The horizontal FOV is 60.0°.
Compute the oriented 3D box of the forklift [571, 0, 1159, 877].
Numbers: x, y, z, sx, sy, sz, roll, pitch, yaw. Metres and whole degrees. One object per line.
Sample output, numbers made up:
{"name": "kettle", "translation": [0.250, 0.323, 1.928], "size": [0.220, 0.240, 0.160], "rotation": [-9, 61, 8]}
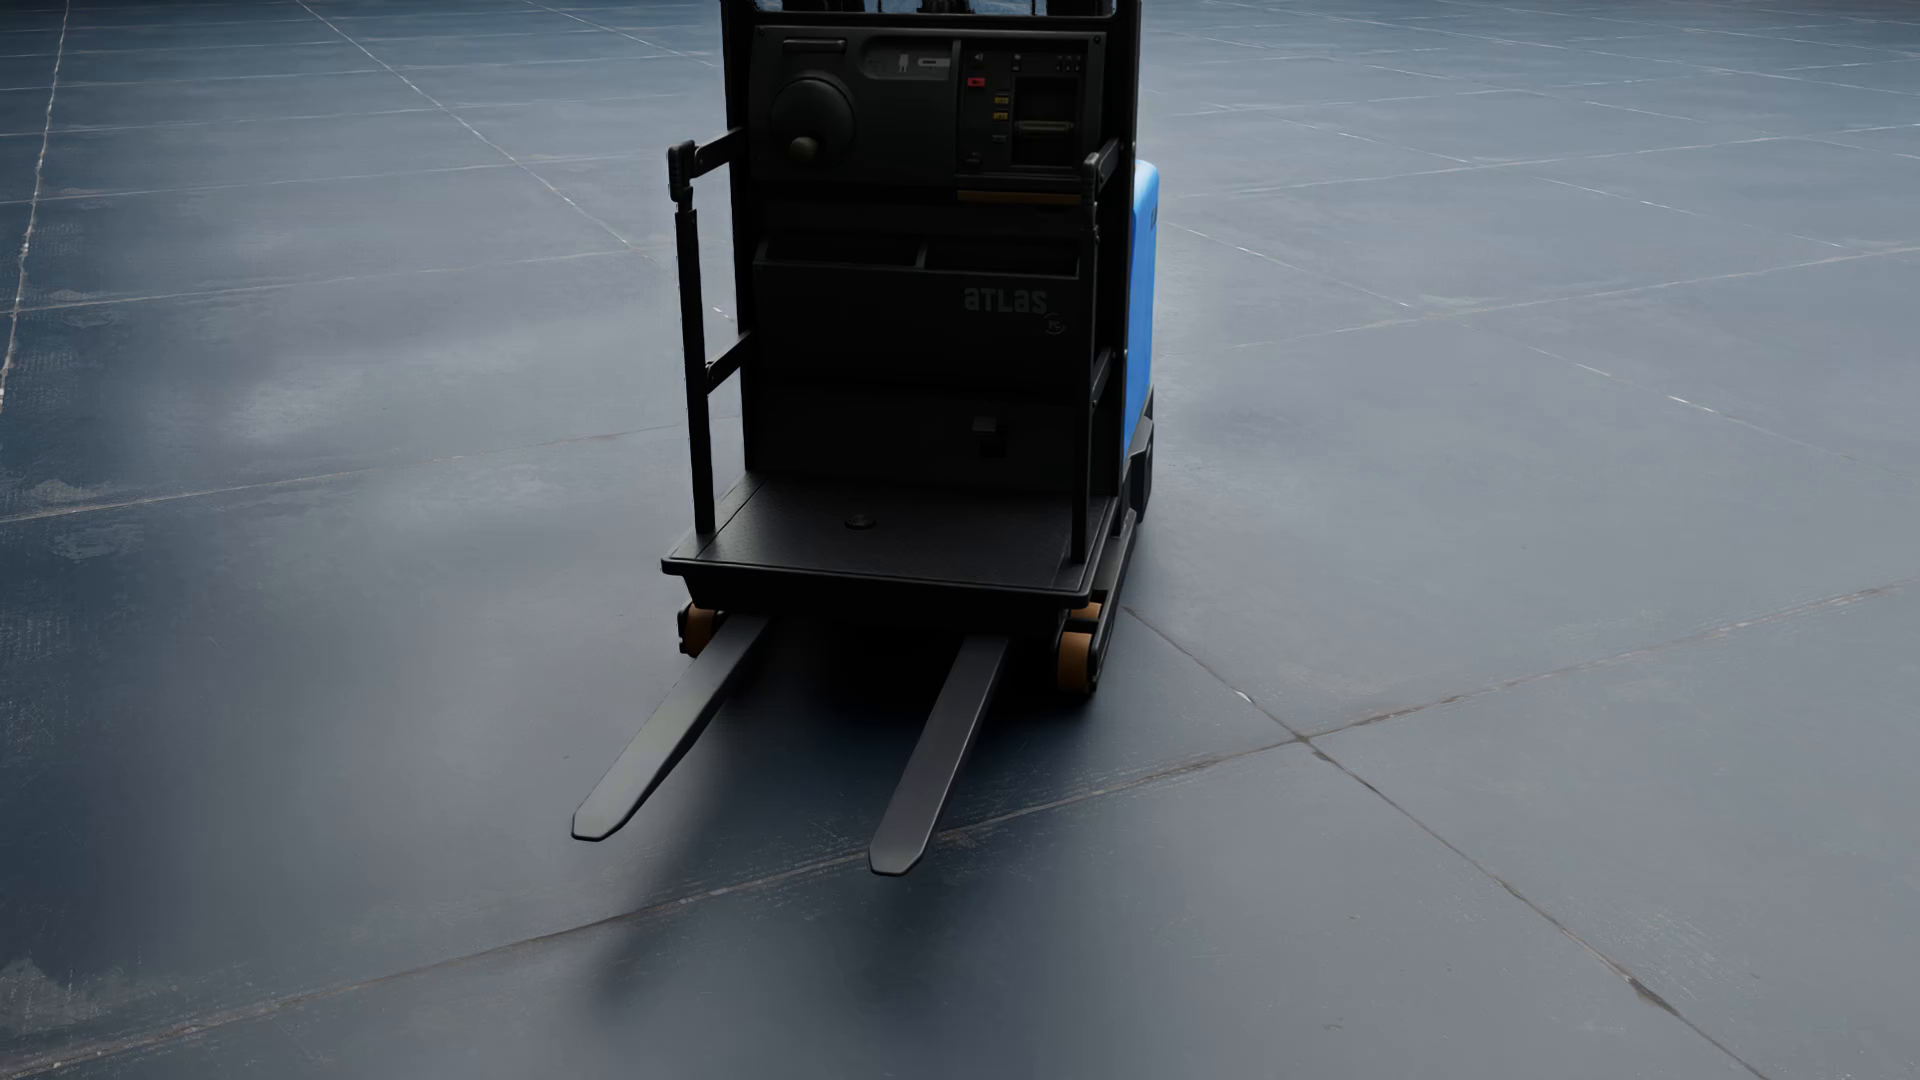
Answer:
{"name": "forklift", "translation": [-0.132, -1.108, 4.095], "size": [1.130, 2.935, 3.031], "rotation": [4, 23, 11]}
